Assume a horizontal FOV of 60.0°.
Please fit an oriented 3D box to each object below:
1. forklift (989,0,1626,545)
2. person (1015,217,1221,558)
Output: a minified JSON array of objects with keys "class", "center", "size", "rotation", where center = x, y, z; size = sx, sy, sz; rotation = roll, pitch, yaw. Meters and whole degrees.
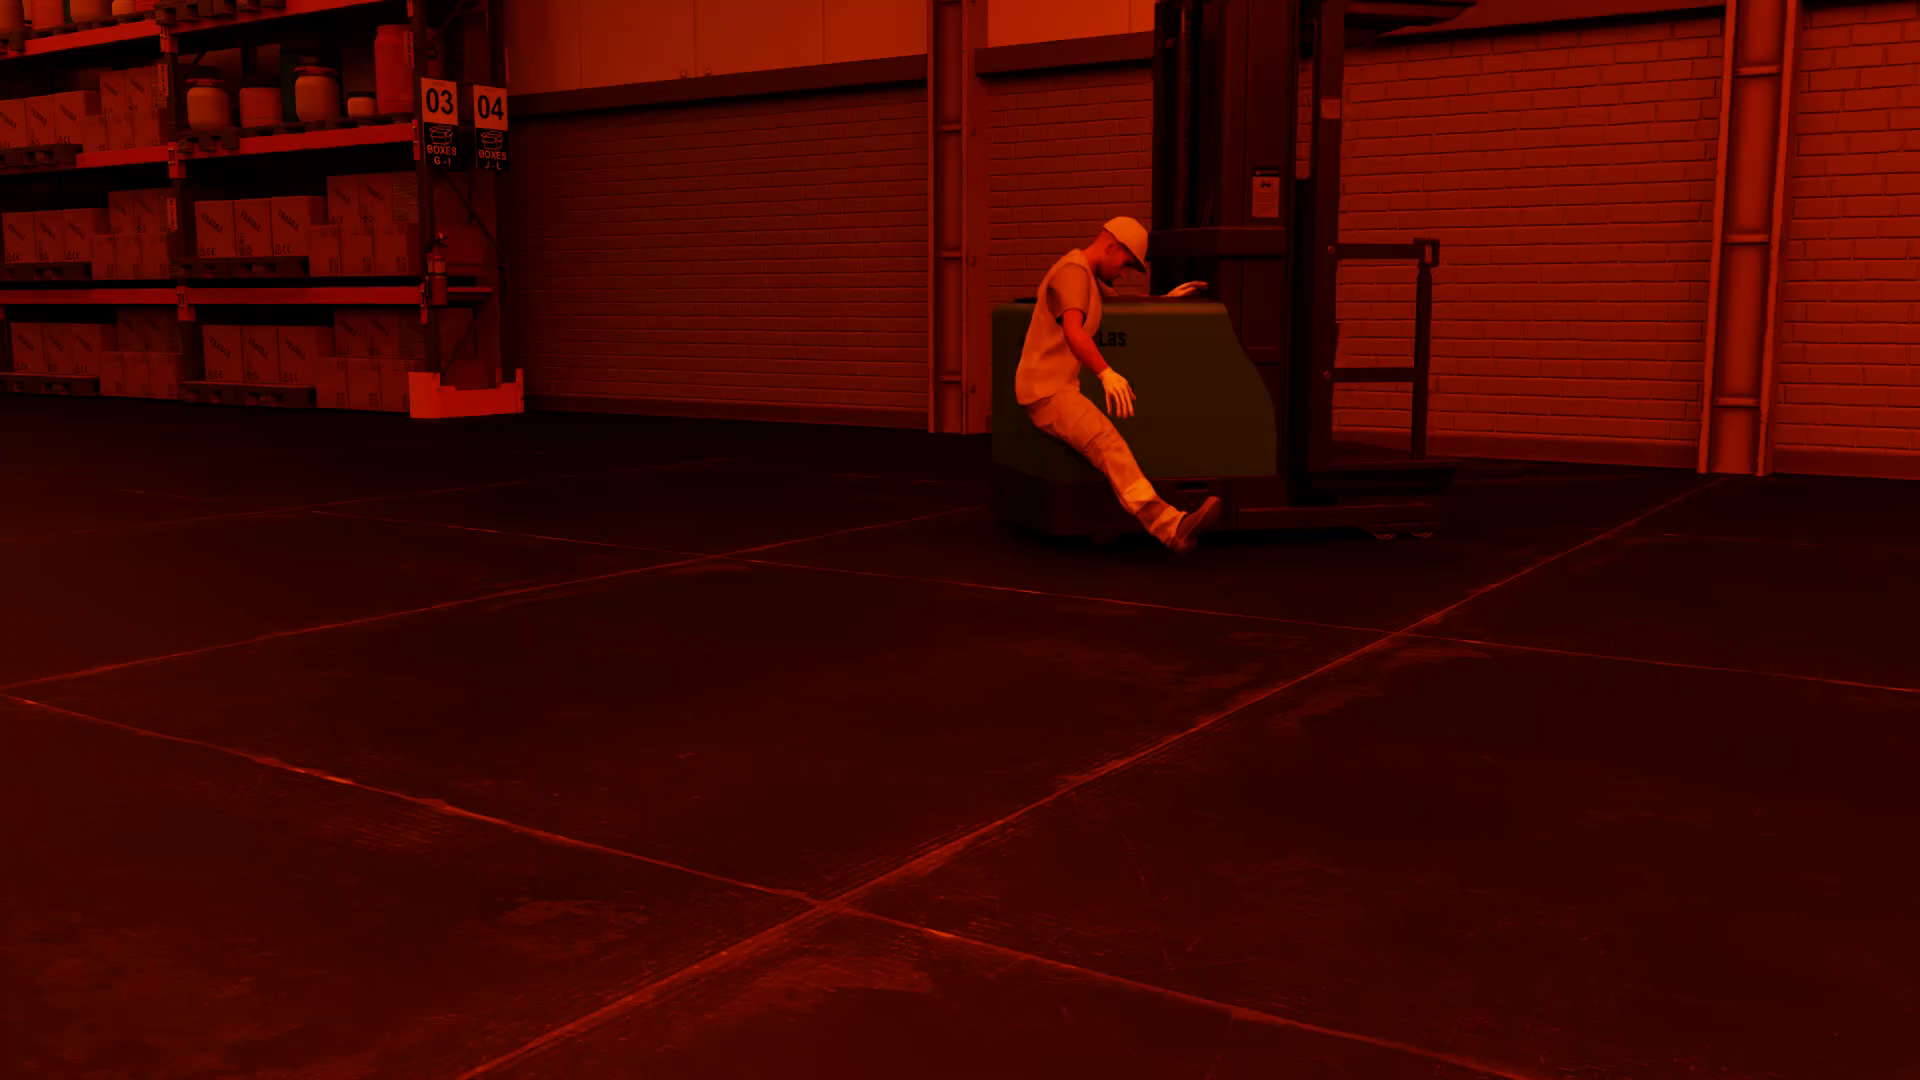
[{"class":"forklift","center":[1.718,-1.521,7.888],"size":[3.031,2.935,1.130],"rotation":[-2,8,-15]},{"class":"person","center":[0.727,-0.690,7.263],"size":[1.069,1.421,1.102],"rotation":[3,9,21]}]
